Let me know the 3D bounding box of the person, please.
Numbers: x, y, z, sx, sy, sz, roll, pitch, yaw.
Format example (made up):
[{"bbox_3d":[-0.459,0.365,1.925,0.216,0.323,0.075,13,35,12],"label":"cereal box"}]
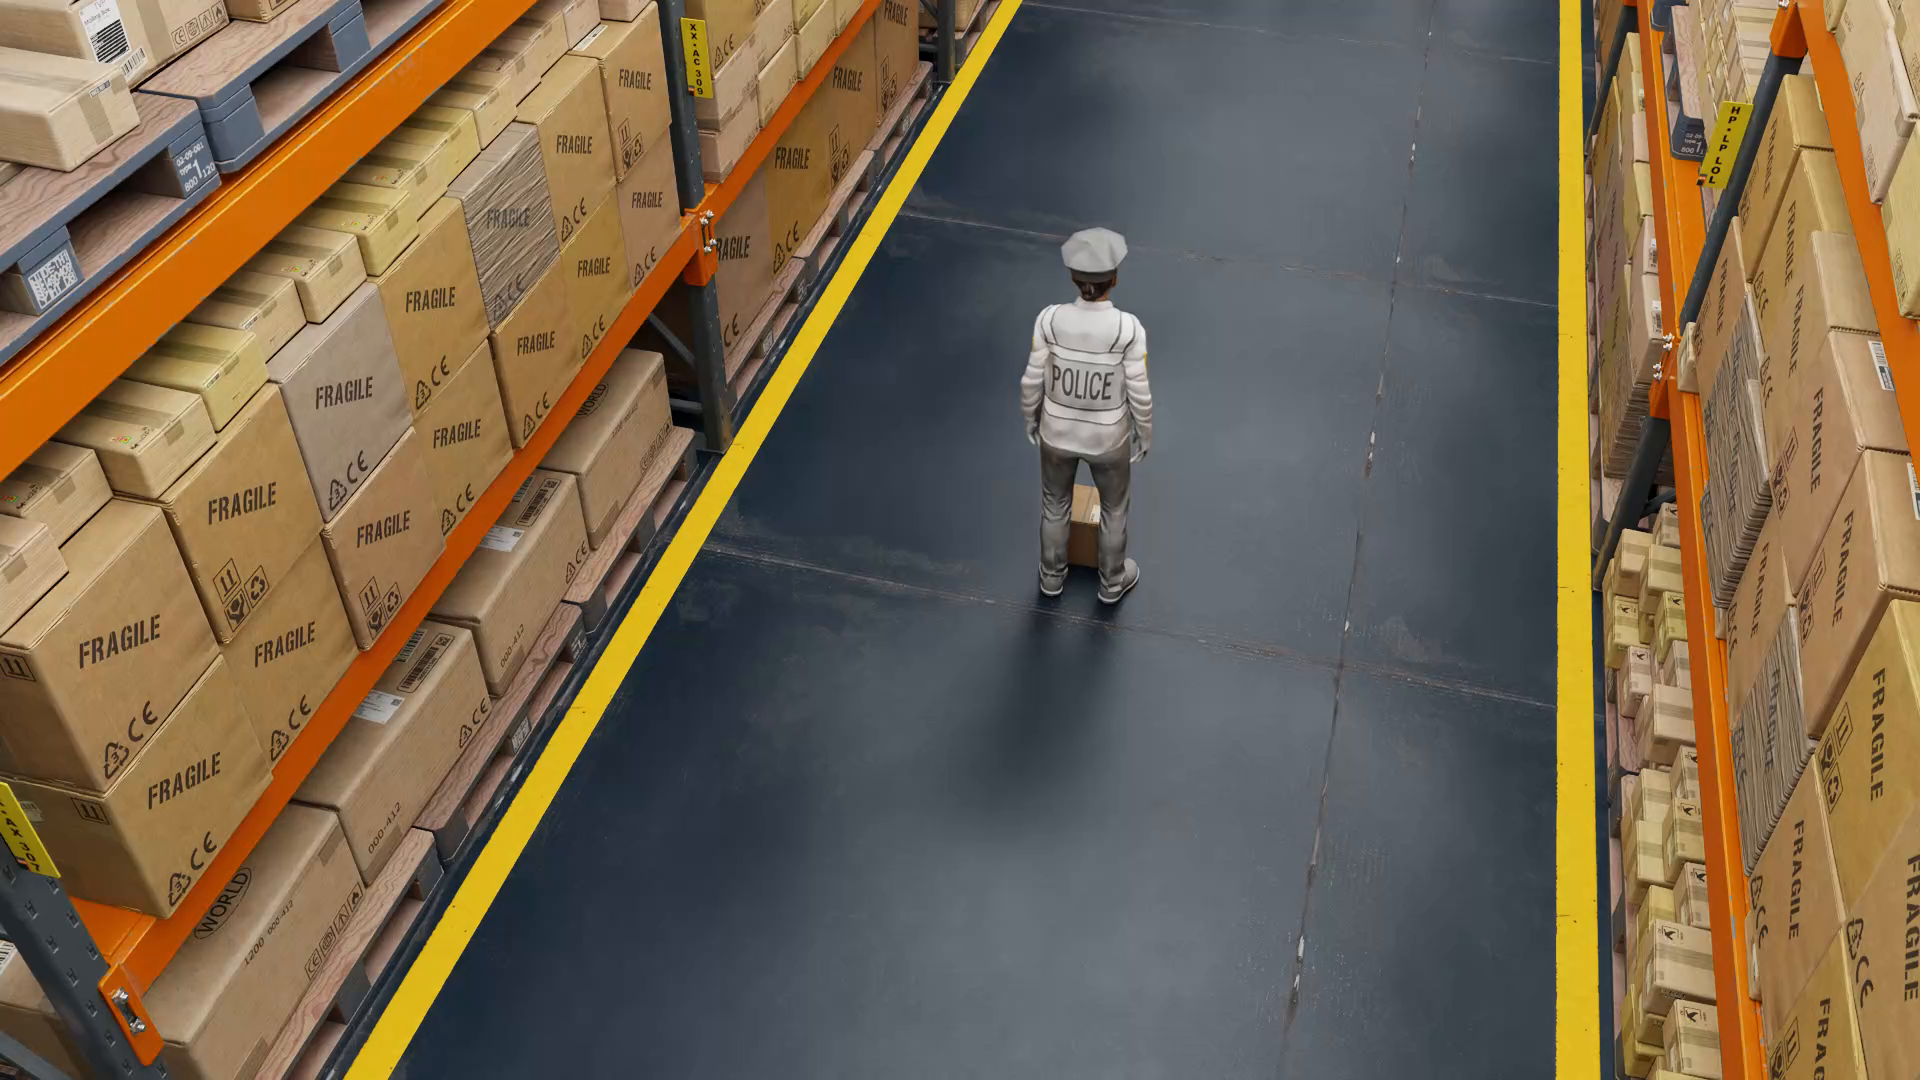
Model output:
[{"bbox_3d":[0.505,-0.437,6.654,0.530,1.663,0.371,10,42,12],"label":"person"}]
